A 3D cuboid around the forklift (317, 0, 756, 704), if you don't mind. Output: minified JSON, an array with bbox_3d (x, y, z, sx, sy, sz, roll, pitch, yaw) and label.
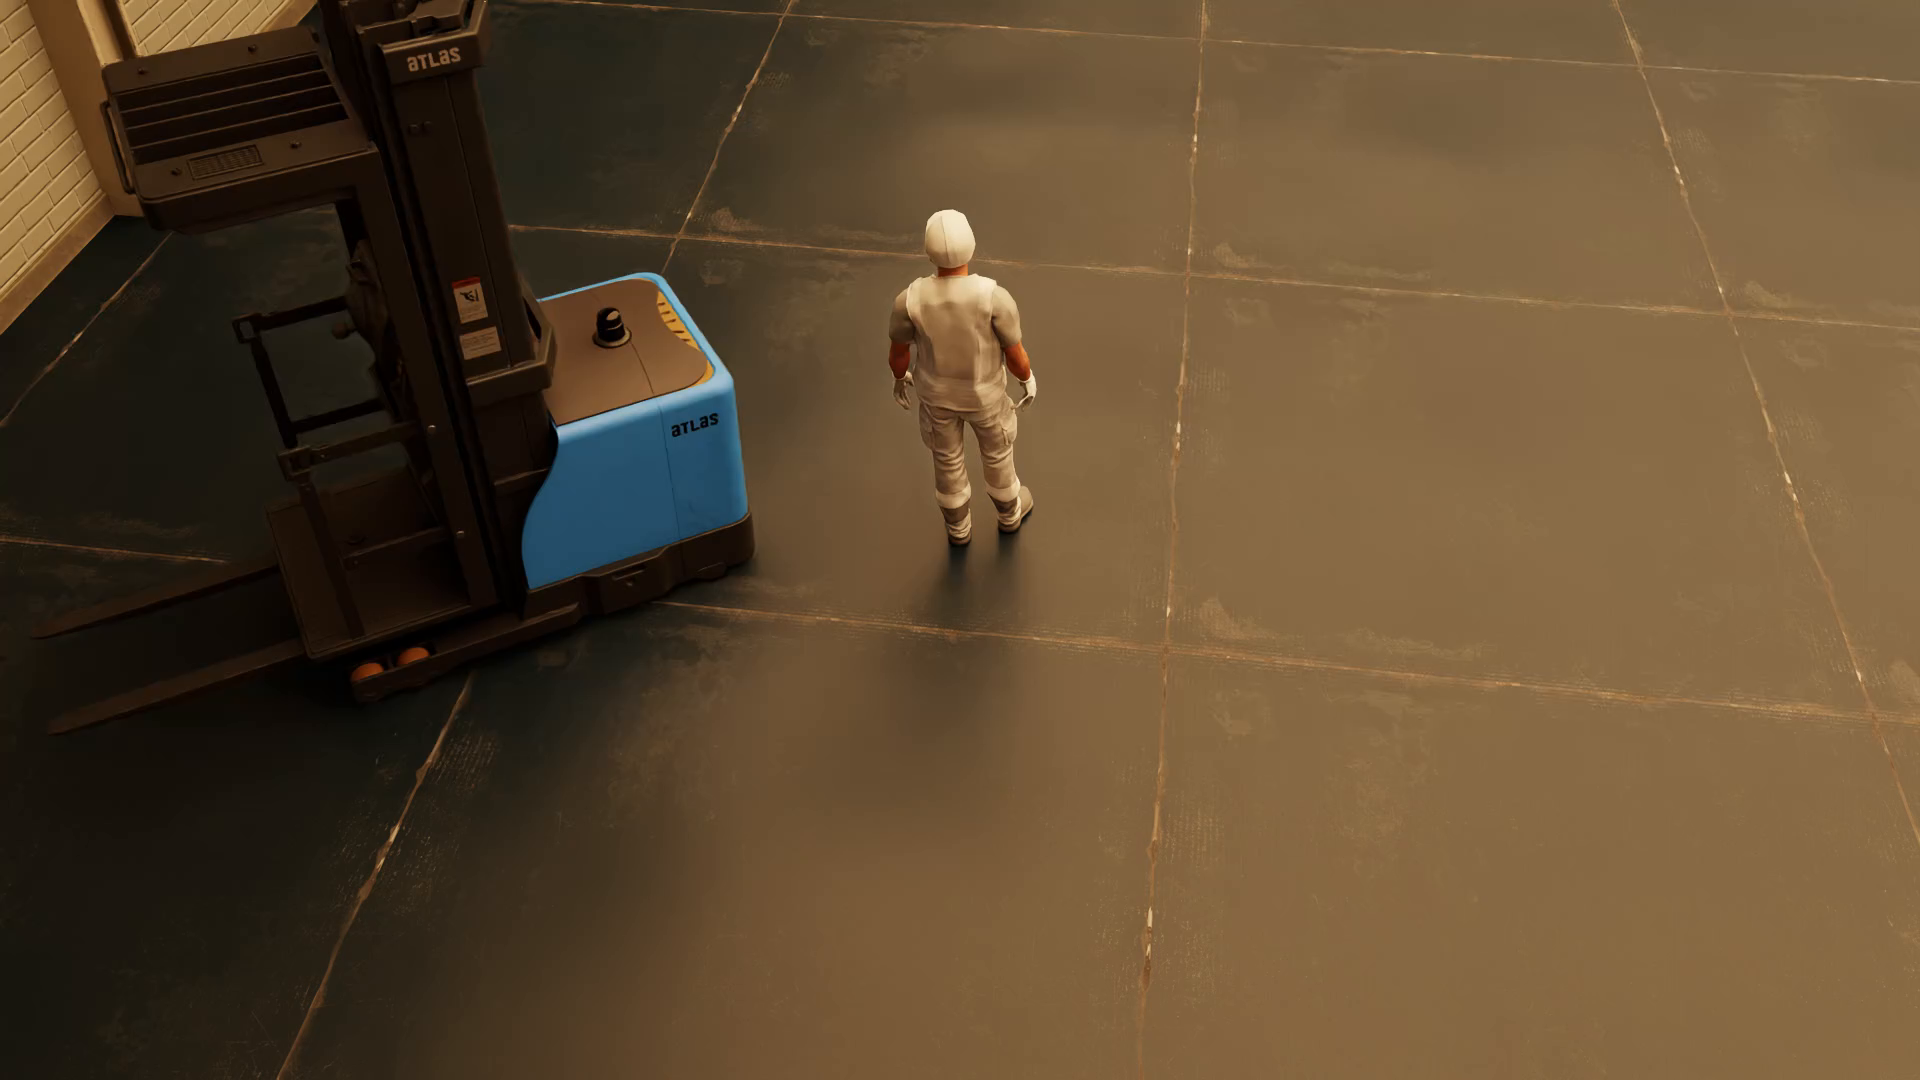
[{"bbox_3d":[-2.500,-0.799,6.594,3.031,2.935,1.130,-19,46,-20],"label":"forklift"}]

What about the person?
[{"bbox_3d":[0.014,-0.689,7.269,0.637,1.735,0.424,5,43,6],"label":"person"}]
